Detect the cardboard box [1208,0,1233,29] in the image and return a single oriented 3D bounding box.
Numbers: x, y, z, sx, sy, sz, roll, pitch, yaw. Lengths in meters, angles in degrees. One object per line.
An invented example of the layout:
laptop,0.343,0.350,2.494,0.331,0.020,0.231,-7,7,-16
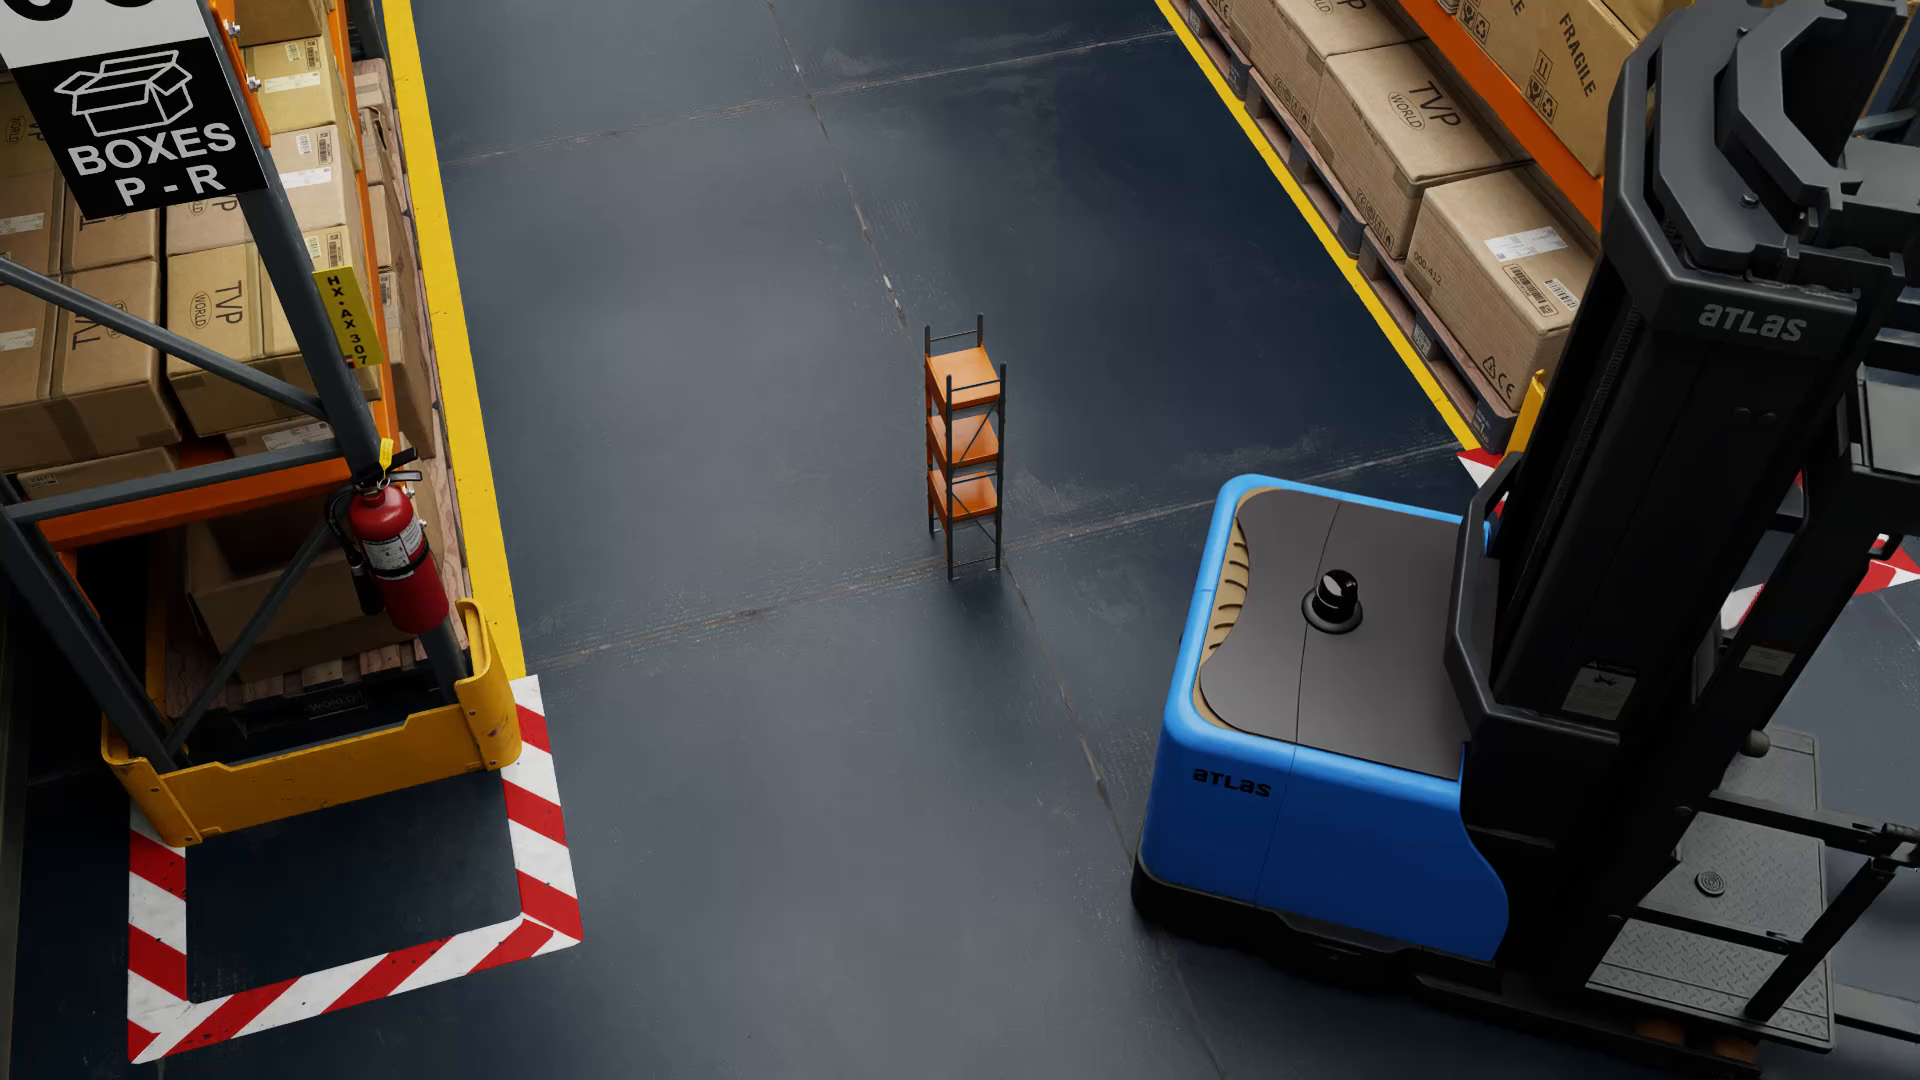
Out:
cardboard box,1.582,-3.029,8.242,0.875,0.438,0.875,-14,51,-12

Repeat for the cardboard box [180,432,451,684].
cardboard box,-2.149,0.046,5.608,0.797,0.503,0.637,-15,52,-12

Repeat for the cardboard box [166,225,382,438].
cardboard box,-1.935,-0.595,4.693,0.500,0.250,0.500,-13,51,-11

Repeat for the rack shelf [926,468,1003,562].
rack shelf,0.016,-0.113,6.036,0.215,0.259,0.240,-13,51,-11

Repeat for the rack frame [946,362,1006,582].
rack frame,0.052,-0.210,5.741,0.200,1.050,0.008,-13,51,-11

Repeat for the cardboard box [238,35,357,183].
cardboard box,-2.238,-1.333,5.315,0.500,0.250,0.500,-14,51,-12

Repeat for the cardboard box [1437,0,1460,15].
cardboard box,1.991,-2.349,6.203,0.500,0.500,0.500,-12,51,-10

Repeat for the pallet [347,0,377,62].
pallet,-3.518,-2.764,8.442,1.003,0.211,1.213,-13,51,-11

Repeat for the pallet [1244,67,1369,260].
pallet,2.014,-1.837,7.661,1.003,0.211,1.213,-13,51,-11

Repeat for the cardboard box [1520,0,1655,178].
cardboard box,2.287,-1.605,5.576,0.500,0.500,0.500,-13,51,-11

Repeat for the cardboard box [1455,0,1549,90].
cardboard box,2.152,-1.975,5.888,0.500,0.500,0.500,-14,51,-12

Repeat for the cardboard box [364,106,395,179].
cardboard box,-2.691,-1.730,7.260,0.396,0.266,0.258,-12,51,-10

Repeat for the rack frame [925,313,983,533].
rack frame,-0.020,-0.388,5.891,0.200,1.050,0.008,-13,51,-11

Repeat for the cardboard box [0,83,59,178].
cardboard box,-2.741,-1.218,5.219,0.500,0.250,0.500,-12,51,-10

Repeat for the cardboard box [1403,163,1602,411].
cardboard box,2.391,-1.049,6.574,0.875,0.438,0.875,-15,51,-12

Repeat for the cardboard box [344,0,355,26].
cardboard box,-3.170,-2.811,8.018,0.500,0.500,0.500,-11,51,-9

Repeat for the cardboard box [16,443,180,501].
cardboard box,-2.413,-0.256,4.668,0.380,0.149,0.250,-14,51,-11

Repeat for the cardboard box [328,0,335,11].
cardboard box,-2.554,-2.073,6.200,0.380,0.149,0.250,-14,51,-12

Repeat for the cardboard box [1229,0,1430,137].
cardboard box,1.848,-2.375,7.691,0.875,0.438,0.875,-15,51,-12

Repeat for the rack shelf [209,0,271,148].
rack shelf,-2.650,-2.351,4.779,1.077,0.370,4.000,-13,51,-11

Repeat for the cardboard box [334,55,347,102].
cardboard box,-2.325,-1.516,5.731,0.380,0.149,0.250,-12,51,-10

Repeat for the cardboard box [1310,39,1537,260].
cardboard box,2.113,-1.716,7.136,0.875,0.438,0.875,-12,51,-10

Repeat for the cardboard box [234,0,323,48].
cardboard box,-2.379,-1.932,5.330,0.500,0.500,0.500,-12,51,-10

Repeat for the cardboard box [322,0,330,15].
cardboard box,-2.561,-2.078,5.943,0.500,0.250,0.500,-14,51,-11

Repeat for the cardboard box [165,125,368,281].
cardboard box,-2.085,-0.963,5.004,0.500,0.250,0.500,-13,51,-11

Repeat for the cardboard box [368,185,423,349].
cardboard box,-2.425,-0.995,6.487,0.500,0.500,0.500,-12,51,-10

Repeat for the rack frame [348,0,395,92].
rack frame,-3.241,-3.077,6.882,1.000,3.000,0.127,-13,51,-11

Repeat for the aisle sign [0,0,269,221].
aisle sign,-1.758,-1.010,3.439,0.394,0.787,0.004,-13,51,-11

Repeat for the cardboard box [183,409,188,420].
cardboard box,-2.429,-0.455,4.836,0.380,0.149,0.250,-12,51,-10

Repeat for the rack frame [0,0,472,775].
rack frame,-2.059,-0.155,4.419,1.000,3.000,0.127,-13,51,-11

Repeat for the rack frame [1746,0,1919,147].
rack frame,2.682,-1.280,5.368,1.000,3.000,0.127,-13,51,-11

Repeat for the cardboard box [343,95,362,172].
cardboard box,-2.227,-1.329,5.573,0.380,0.149,0.250,-15,51,-12

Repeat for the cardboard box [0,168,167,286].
cardboard box,-2.599,-0.856,4.913,0.500,0.250,0.500,-13,51,-11

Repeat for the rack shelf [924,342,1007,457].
rack shelf,0.016,-0.475,5.607,0.215,0.259,0.240,-13,51,-11

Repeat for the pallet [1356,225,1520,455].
pallet,2.371,-0.948,6.911,1.003,0.211,1.213,-13,51,-11

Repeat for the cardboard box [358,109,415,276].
cardboard box,-2.672,-1.345,6.782,0.700,0.500,0.500,-15,52,-12

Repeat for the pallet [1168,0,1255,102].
pallet,1.649,-2.730,8.413,1.003,0.211,1.213,-13,51,-11

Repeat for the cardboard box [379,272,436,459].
cardboard box,-2.365,-0.586,6.143,0.700,0.500,0.500,-11,51,-9

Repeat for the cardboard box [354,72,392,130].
cardboard box,-2.796,-1.953,7.524,0.380,0.149,0.250,-15,51,-12

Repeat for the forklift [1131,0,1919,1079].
forklift,2.111,0.198,4.166,3.031,2.935,1.130,12,51,10

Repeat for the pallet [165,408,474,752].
pallet,-2.318,0.106,6.023,1.003,0.211,1.213,-13,51,-11

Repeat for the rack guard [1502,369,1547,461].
rack guard,2.689,-0.457,6.308,1.175,0.500,0.348,-13,51,-11

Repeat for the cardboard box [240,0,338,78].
cardboard box,-2.409,-1.702,5.626,0.500,0.250,0.500,-15,51,-12

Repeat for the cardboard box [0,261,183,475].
cardboard box,-2.448,-0.479,4.595,0.500,0.250,0.500,-12,51,-10

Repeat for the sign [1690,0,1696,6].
sign,2.160,-1.617,4.739,0.100,0.325,0.005,-13,51,-11

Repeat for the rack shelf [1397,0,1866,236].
rack shelf,2.091,-2.509,6.874,1.077,0.370,4.000,-13,51,-11

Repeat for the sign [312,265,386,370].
sign,-1.540,-0.557,4.192,0.100,0.325,0.005,-13,51,-11

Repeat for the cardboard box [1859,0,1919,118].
cardboard box,2.814,-1.728,5.680,0.500,0.500,0.500,-14,51,-11

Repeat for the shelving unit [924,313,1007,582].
shelving unit,0.016,-0.299,5.816,0.215,1.050,0.252,-13,51,-11

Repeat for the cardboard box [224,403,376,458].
cardboard box,-1.894,-0.377,4.770,0.380,0.149,0.250,-14,51,-11

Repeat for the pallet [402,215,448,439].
pallet,-2.675,-0.784,6.773,1.003,0.211,1.213,-13,51,-11

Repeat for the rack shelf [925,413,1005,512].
rack shelf,0.016,-0.292,5.824,0.215,0.259,0.240,-13,51,-11

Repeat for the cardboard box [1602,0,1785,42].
cardboard box,2.312,-1.933,5.198,0.500,0.500,0.500,-12,51,-10

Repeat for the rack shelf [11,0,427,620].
rack shelf,-2.650,-1.384,5.926,1.077,0.370,4.000,-13,51,-11

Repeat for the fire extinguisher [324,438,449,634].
fire extinguisher,-1.574,-0.007,4.589,0.296,0.674,0.183,-13,51,-11

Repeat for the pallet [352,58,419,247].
pallet,-3.039,-1.676,7.525,1.003,0.211,1.213,-13,51,-11

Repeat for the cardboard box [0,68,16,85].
cardboard box,-2.896,-1.600,5.541,0.500,0.250,0.500,-13,51,-11

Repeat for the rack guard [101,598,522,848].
rack guard,-2.081,0.595,5.422,1.175,0.500,0.348,-13,51,-11
